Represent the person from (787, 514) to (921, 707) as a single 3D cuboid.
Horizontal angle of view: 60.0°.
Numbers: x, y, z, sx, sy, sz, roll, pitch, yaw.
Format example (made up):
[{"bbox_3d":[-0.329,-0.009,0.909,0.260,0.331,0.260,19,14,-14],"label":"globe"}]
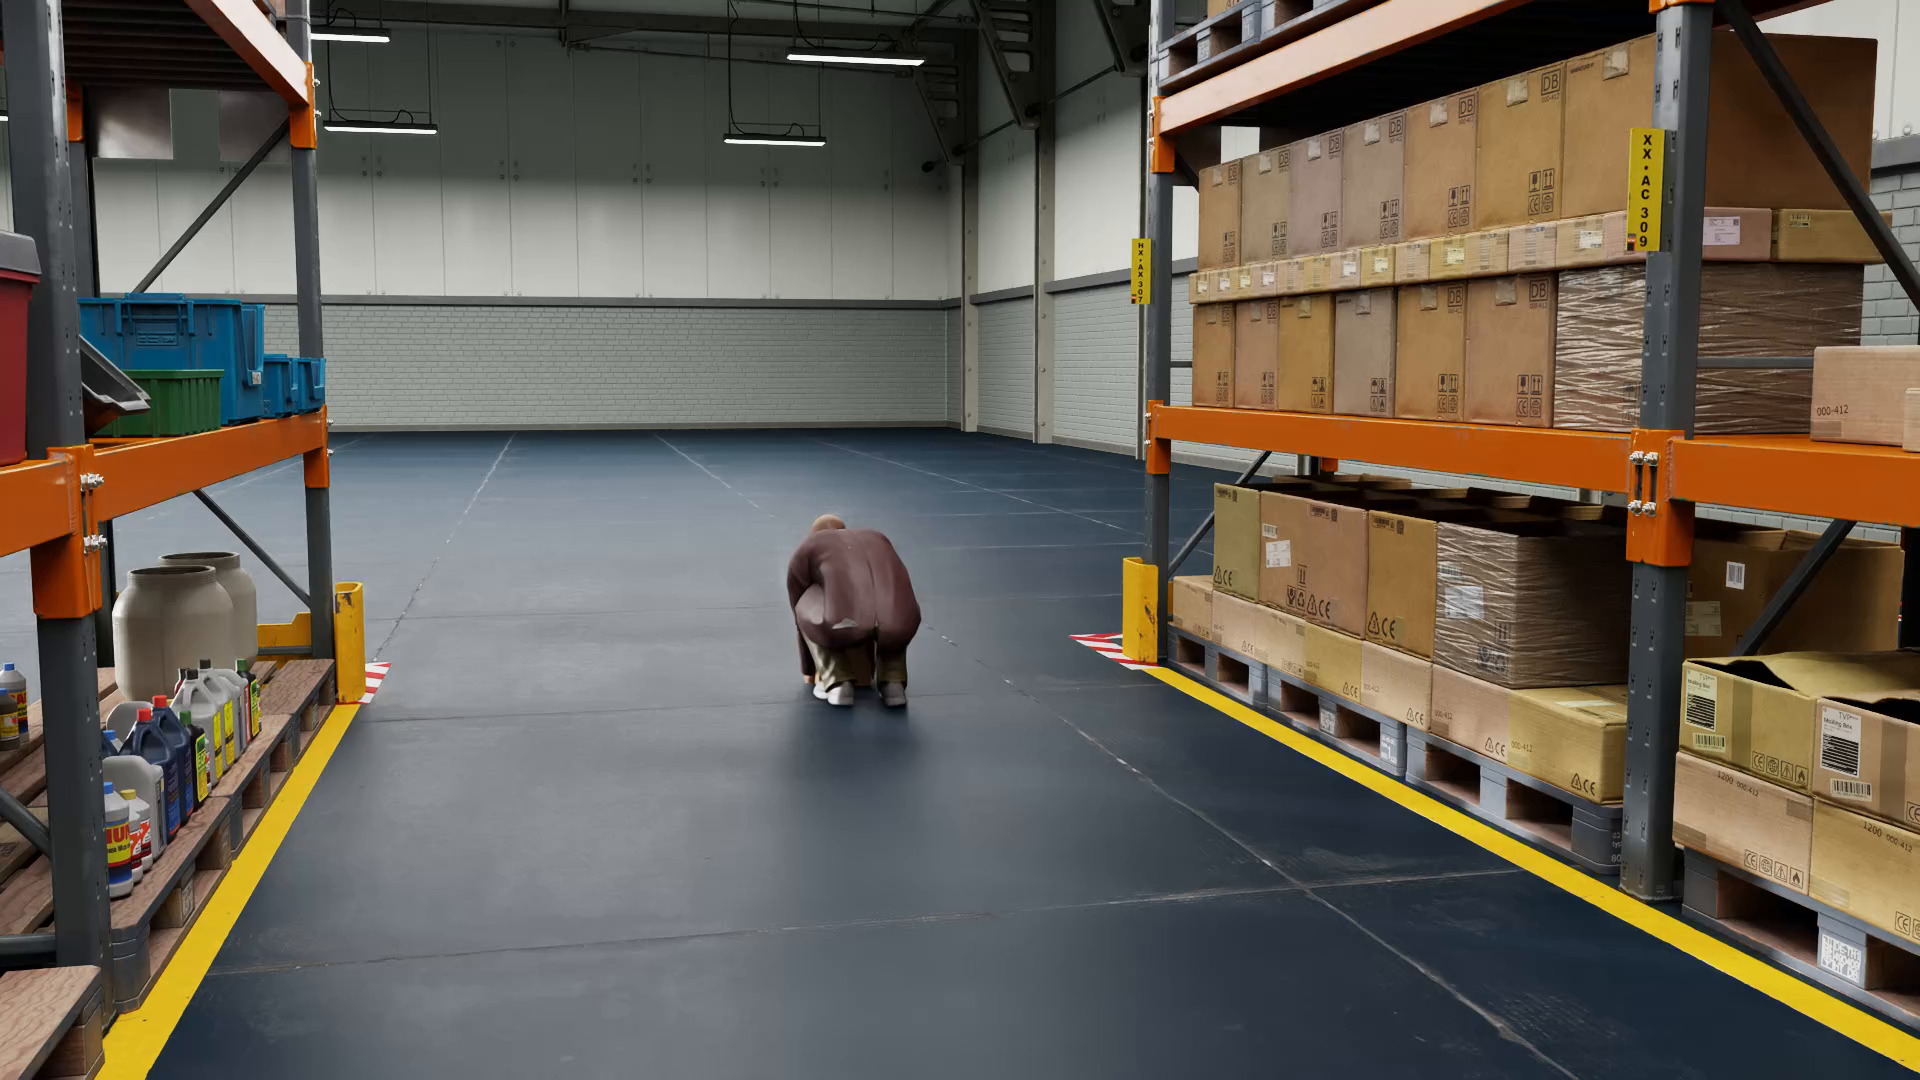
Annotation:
[{"bbox_3d":[-0.479,0.359,7.573,0.584,0.871,0.910,-2,6,-14],"label":"person"}]
